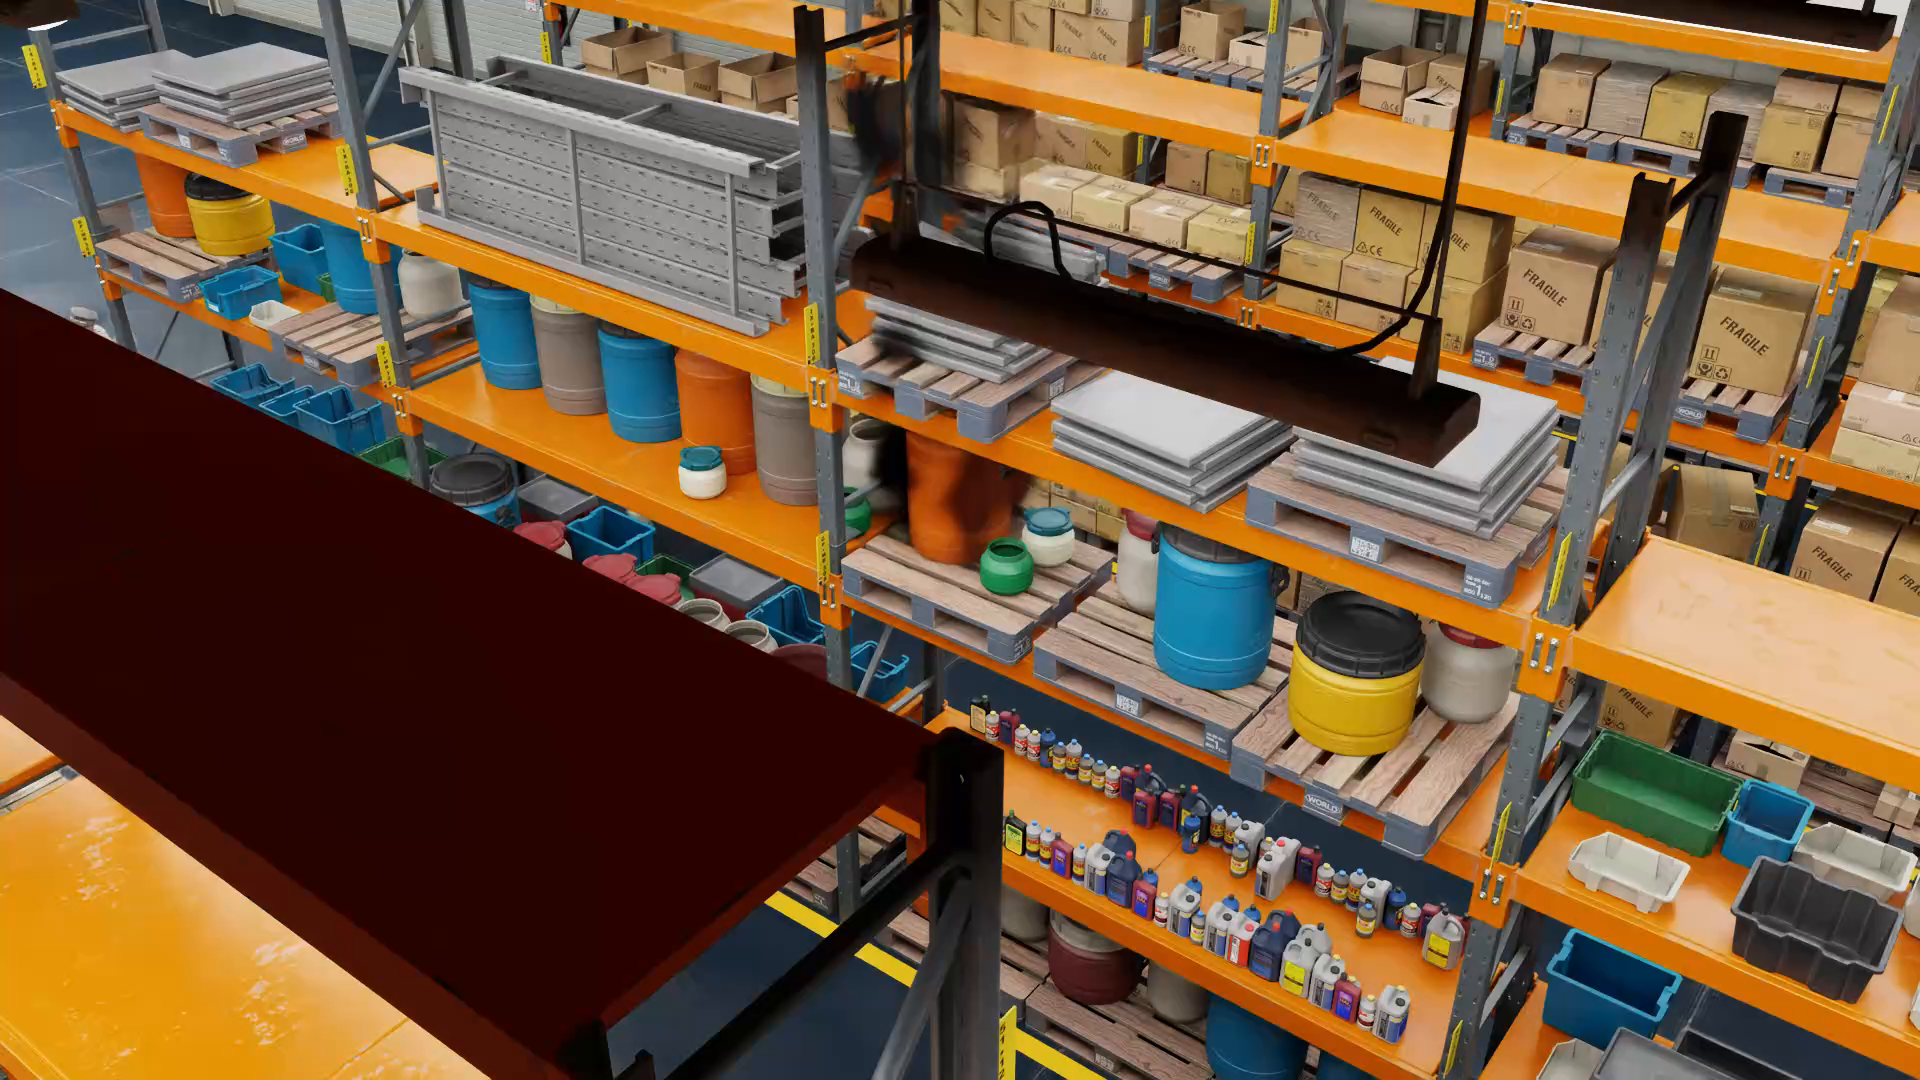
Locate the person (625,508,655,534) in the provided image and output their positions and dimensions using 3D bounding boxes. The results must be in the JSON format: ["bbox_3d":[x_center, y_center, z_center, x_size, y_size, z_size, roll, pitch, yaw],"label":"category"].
[{"bbox_3d":[-2.743,-0.721,14.836,0.918,1.750,0.714,16,35,25],"label":"person"}]

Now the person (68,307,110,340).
[{"bbox_3d":[-8.140,-1.414,15.911,0.875,1.812,0.667,-6,32,-10],"label":"person"}]
